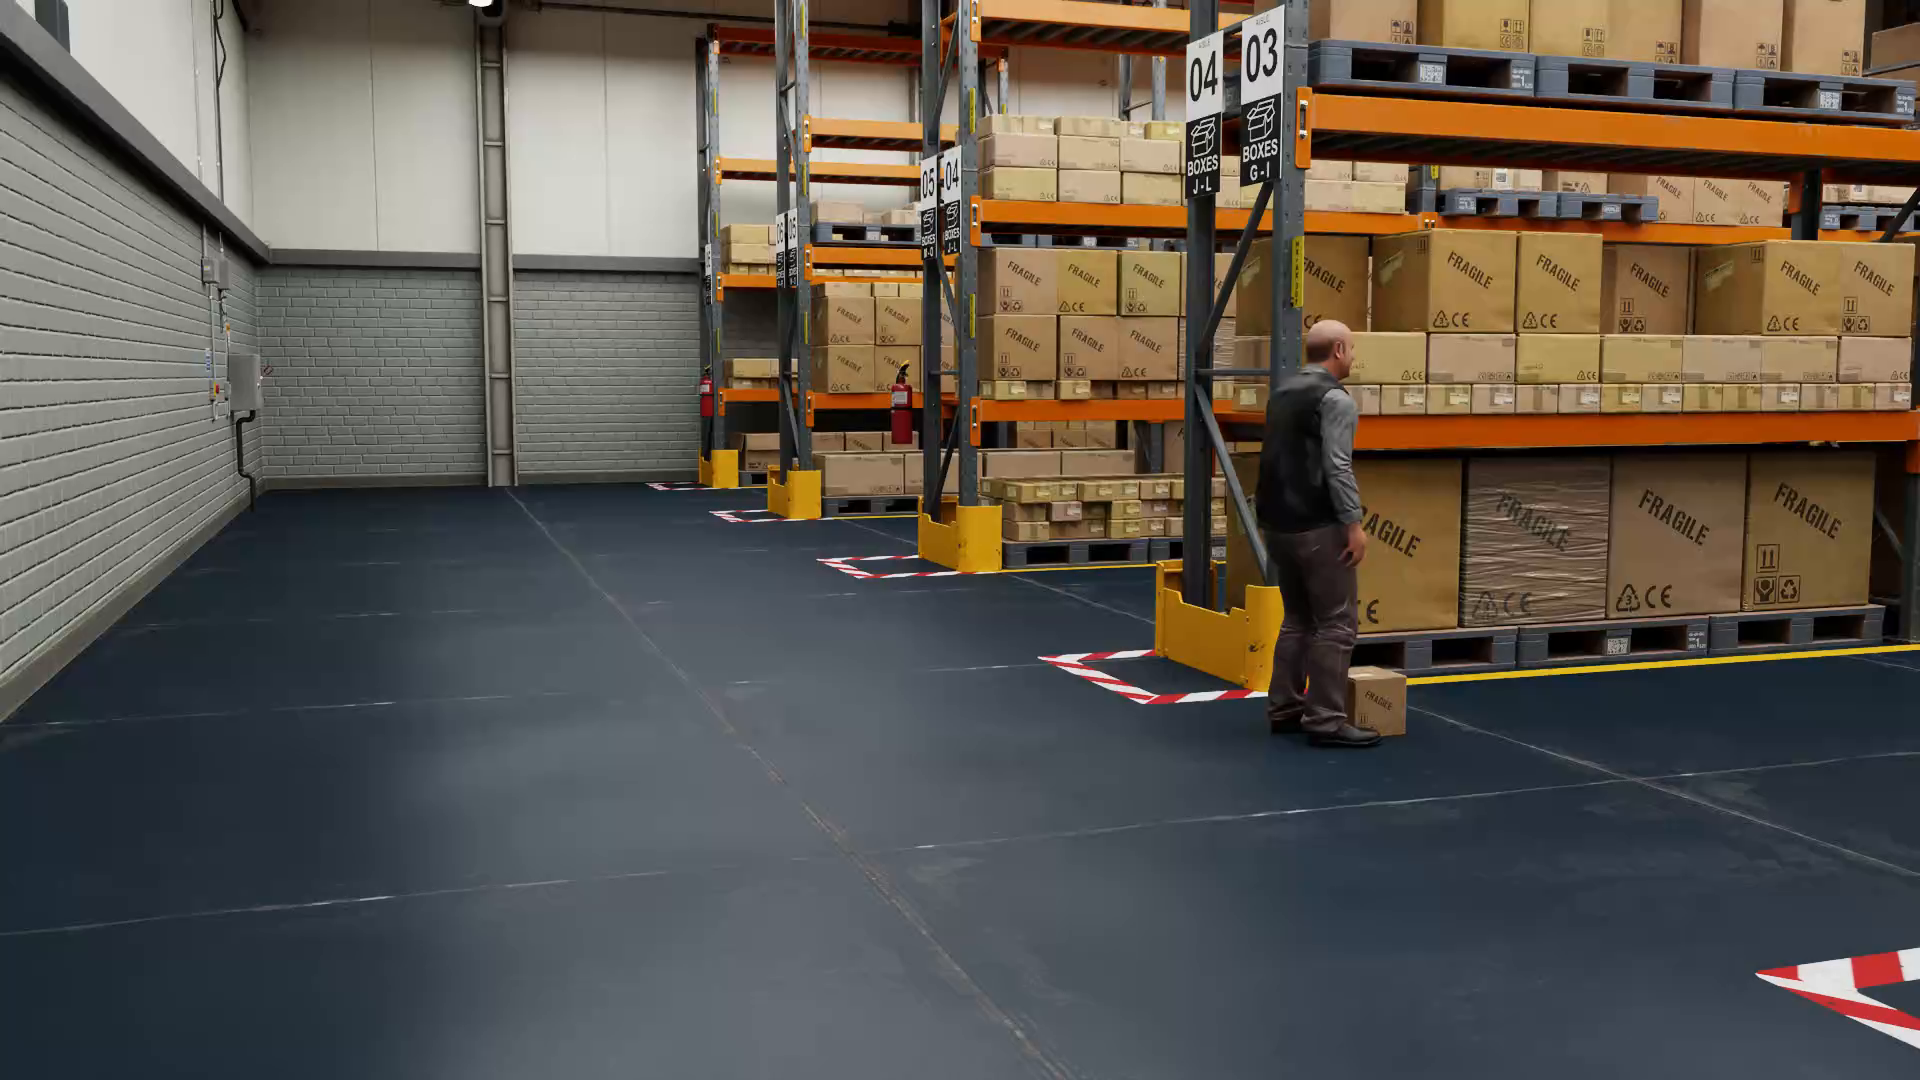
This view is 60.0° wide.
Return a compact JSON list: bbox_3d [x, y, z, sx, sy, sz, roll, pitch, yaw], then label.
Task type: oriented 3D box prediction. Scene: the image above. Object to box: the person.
[{"bbox_3d":[1.441,-0.039,6.833,0.419,1.721,0.581,-2,6,-18],"label":"person"}]
